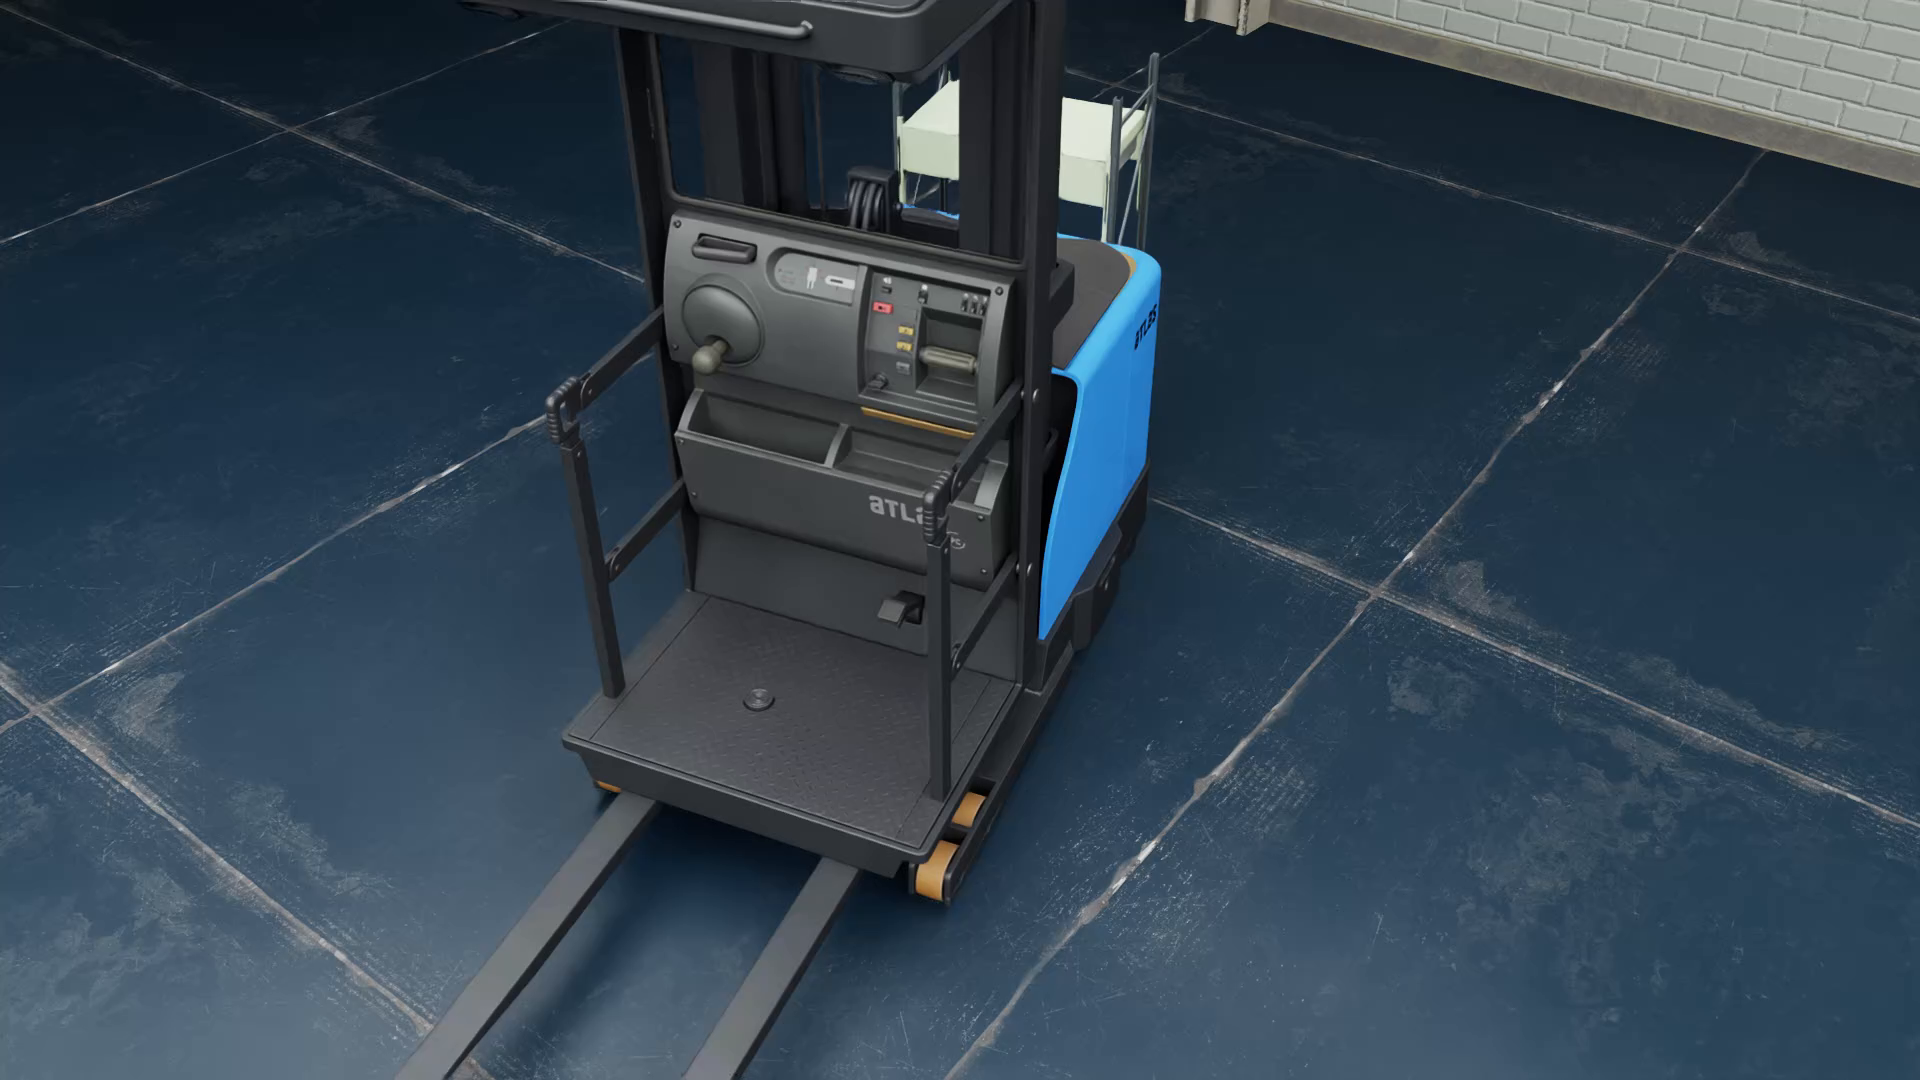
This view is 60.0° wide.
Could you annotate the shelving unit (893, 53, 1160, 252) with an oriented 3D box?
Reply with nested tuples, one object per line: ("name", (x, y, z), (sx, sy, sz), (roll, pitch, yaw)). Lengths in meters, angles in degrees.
("shelving unit", (0.211, -0.936, 5.728), (0.755, 1.500, 0.431), (15, 40, 18))

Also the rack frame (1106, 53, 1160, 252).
("rack frame", (0.548, -0.848, 5.616), (0.023, 1.500, 0.400), (15, 40, 18))

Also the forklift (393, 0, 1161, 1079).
("forklift", (-0.402, -0.480, 3.986), (1.130, 2.935, 3.031), (15, 40, 18))

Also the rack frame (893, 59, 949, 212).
("rack frame", (-0.126, -1.024, 5.841), (0.023, 1.500, 0.400), (15, 40, 18))

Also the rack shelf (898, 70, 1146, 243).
("rack shelf", (0.212, -1.243, 5.488), (0.720, 0.370, 0.431), (15, 40, 18))

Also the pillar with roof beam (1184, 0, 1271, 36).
("pillar with roof beam", (-1.075, -4.429, 4.108), (0.400, 9.000, 9.100), (25, 45, 29))
